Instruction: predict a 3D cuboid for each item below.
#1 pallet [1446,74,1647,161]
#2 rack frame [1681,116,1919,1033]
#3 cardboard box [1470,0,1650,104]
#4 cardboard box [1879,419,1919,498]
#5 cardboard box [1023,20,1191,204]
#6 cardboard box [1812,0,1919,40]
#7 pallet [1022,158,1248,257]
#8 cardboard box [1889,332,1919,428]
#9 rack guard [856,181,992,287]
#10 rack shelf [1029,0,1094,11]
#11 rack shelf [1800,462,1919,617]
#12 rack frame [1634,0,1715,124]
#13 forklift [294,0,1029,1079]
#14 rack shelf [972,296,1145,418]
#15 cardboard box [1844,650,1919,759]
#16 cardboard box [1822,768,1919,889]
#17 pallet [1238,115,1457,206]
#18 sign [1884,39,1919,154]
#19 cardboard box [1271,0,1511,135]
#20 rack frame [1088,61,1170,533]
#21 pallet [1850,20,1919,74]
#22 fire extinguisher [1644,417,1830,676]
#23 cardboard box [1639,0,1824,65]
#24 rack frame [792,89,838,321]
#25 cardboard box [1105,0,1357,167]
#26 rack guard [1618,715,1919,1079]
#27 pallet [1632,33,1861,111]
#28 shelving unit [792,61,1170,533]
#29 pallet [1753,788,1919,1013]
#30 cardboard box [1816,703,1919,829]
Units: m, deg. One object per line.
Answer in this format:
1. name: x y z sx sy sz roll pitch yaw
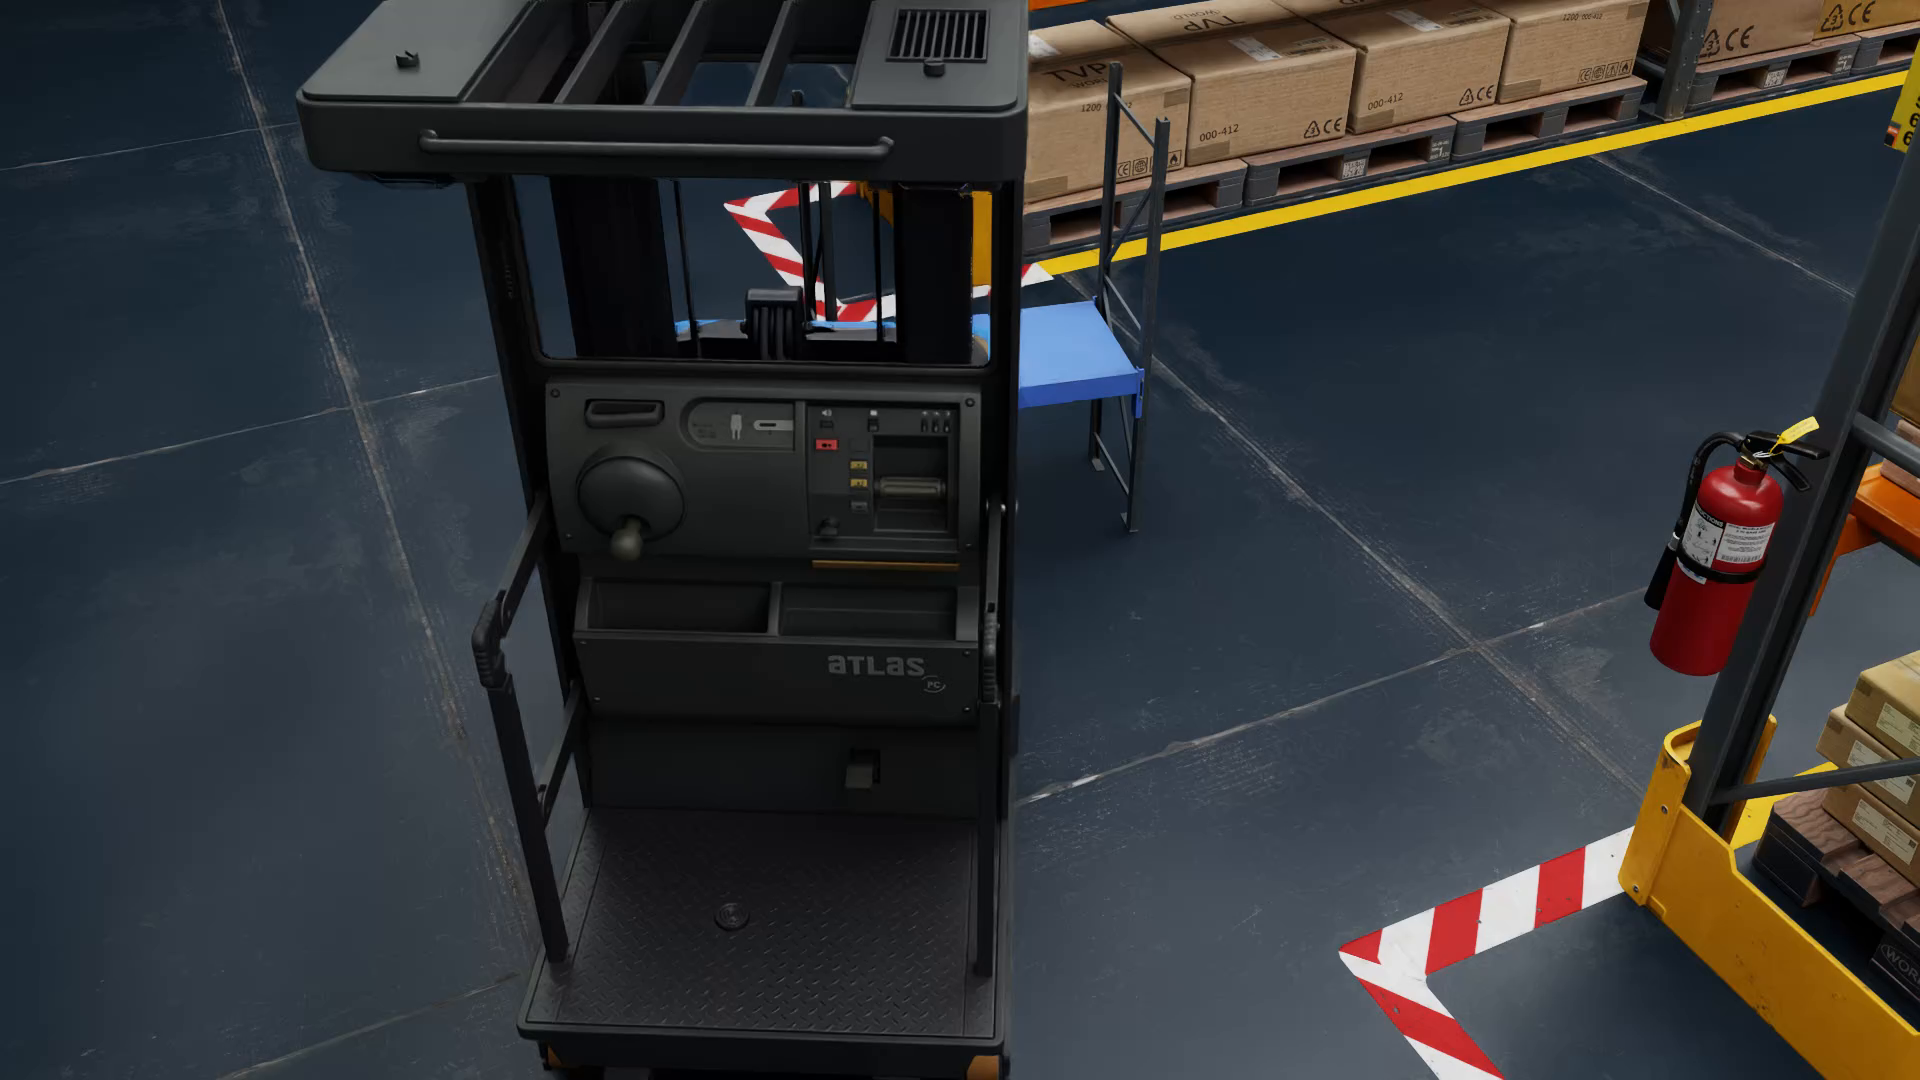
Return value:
1. pallet: 2.801 -2.391 8.796 1.213 0.211 1.003 -16 39 -20
2. rack frame: 2.096 -0.005 3.239 0.127 3.000 1.000 -16 39 -20
3. cardboard box: 2.909 -2.700 8.670 0.875 0.438 0.875 -16 40 -21
4. cardboard box: 2.271 -0.139 3.630 0.250 0.149 0.380 -16 39 -20
5. cardboard box: 0.457 -2.009 7.739 0.875 0.438 0.875 -17 40 -21
6. cardboard box: 4.864 -3.410 9.260 0.875 0.875 0.875 -14 39 -19
7. pallet: 0.592 -1.773 7.964 1.213 0.211 1.003 -16 39 -20
8. cardboard box: 2.394 -0.417 3.461 0.500 0.500 0.500 -15 39 -19
9. rack guard: -0.120 -1.639 7.540 0.348 0.500 1.175 -16 39 -20
10. rack shelf: 1.712 -2.866 7.700 4.000 0.370 1.077 -16 39 -20
11. rack shelf: 3.907 -0.222 4.136 4.000 0.370 1.077 -16 39 -20
12. rack frame: 3.523 -3.661 8.168 0.127 3.000 1.000 -16 39 -20
13. forklift: -0.427 -0.076 3.391 1.130 2.935 3.031 1 37 2
14. rack shelf: 0.053 -0.557 5.545 1.000 0.185 0.538 -8 37 -11
15. cardboard box: 2.468 0.462 4.151 0.250 0.149 0.380 -15 39 -19
16. cardboard box: 2.484 0.726 4.294 0.250 0.149 0.380 -15 39 -19
17. pallet: 1.695 -2.080 8.377 1.213 0.211 1.003 -16 39 -20
18. sign: 1.879 -0.901 3.210 0.005 0.325 0.100 -16 39 -20
19. cardboard box: 2.098 -2.473 8.364 0.875 0.438 0.875 -17 40 -21
20. rack frame: 0.548 -0.772 5.532 0.032 1.500 0.500 -8 37 -11
21. pallet: 5.295 -3.088 9.737 1.213 0.211 1.003 -16 39 -20
22. fire extinguisher: 1.672 -0.009 3.622 0.183 0.674 0.296 -16 39 -20
23. cardboard box: 4.050 -3.177 8.946 0.875 0.875 0.875 -14 39 -19
24. rack frame: -0.441 -0.632 5.343 0.032 1.500 0.500 -8 37 -11
25. cardboard box: 1.281 -2.246 8.058 0.875 0.438 0.875 -15 39 -19
26. rack guard: 2.165 0.980 4.009 0.348 0.500 1.175 -16 39 -20
27. pallet: 4.189 -2.777 9.317 1.213 0.211 1.003 -16 39 -20
28. shelving unit: 0.053 -0.702 5.437 1.048 1.500 0.538 -8 37 -11
29. pallet: 2.915 0.909 4.347 1.213 0.211 1.003 -16 39 -20
30. cardboard box: 2.453 0.564 4.262 0.250 0.149 0.380 -17 40 -21
